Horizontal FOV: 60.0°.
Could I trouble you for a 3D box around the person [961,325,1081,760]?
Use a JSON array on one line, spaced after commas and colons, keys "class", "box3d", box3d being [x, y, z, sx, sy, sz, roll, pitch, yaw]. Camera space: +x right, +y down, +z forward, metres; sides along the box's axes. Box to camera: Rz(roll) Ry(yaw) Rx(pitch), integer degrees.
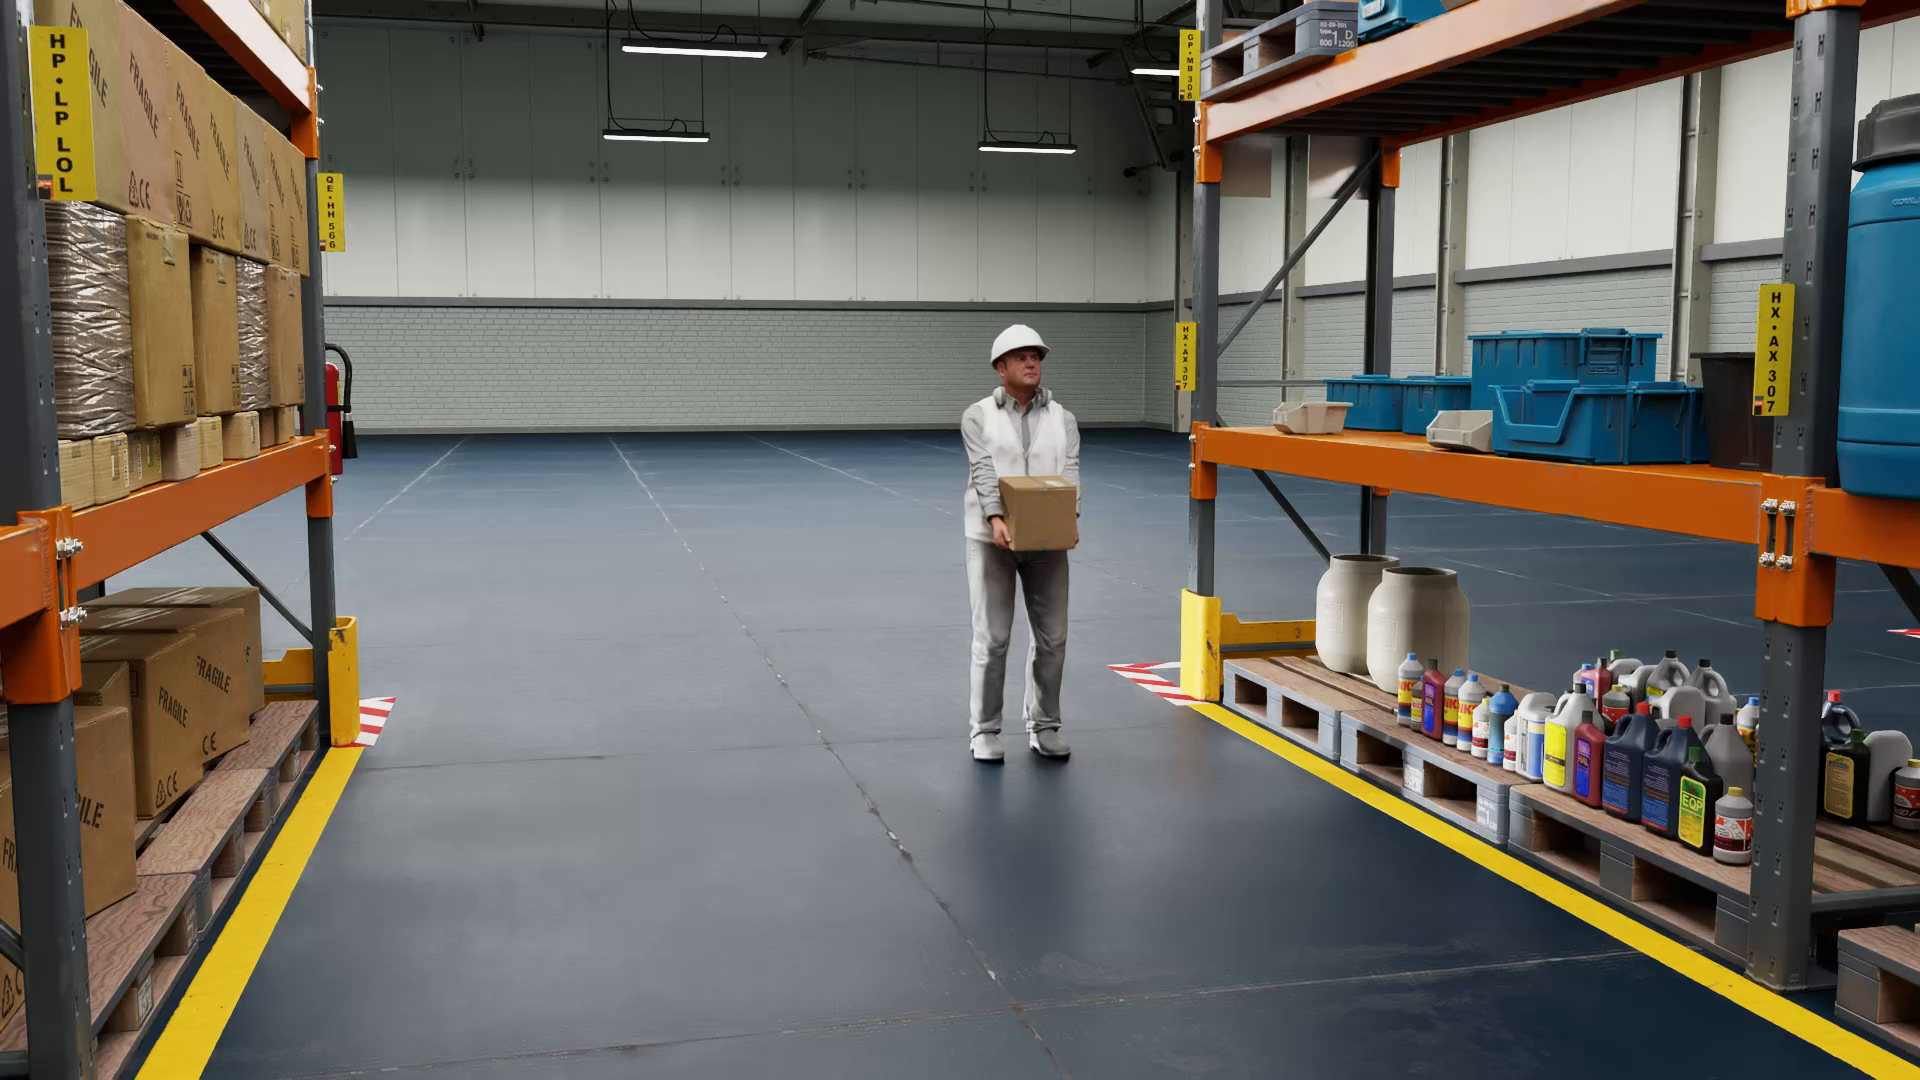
[{"class": "person", "box3d": [0.272, 0.013, 6.737, 0.494, 1.762, 0.557, -1, 6, -14]}]
